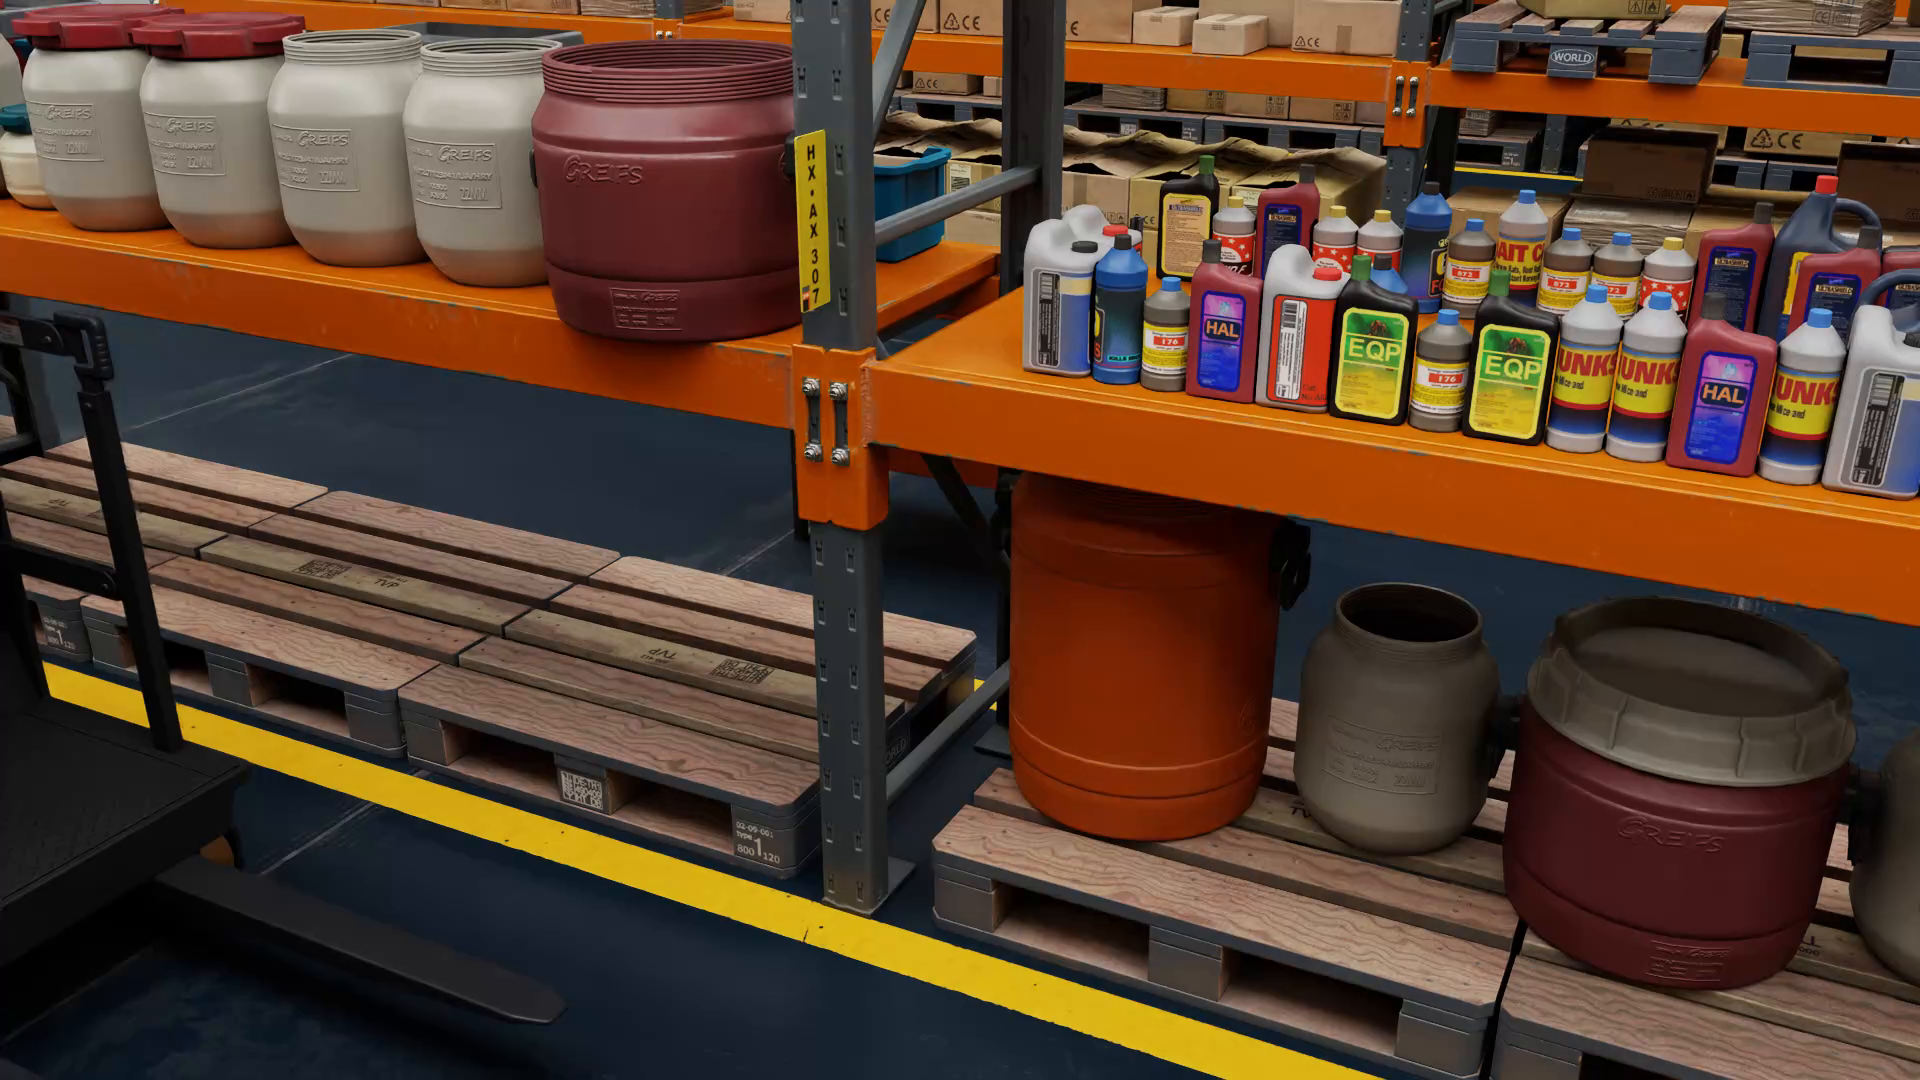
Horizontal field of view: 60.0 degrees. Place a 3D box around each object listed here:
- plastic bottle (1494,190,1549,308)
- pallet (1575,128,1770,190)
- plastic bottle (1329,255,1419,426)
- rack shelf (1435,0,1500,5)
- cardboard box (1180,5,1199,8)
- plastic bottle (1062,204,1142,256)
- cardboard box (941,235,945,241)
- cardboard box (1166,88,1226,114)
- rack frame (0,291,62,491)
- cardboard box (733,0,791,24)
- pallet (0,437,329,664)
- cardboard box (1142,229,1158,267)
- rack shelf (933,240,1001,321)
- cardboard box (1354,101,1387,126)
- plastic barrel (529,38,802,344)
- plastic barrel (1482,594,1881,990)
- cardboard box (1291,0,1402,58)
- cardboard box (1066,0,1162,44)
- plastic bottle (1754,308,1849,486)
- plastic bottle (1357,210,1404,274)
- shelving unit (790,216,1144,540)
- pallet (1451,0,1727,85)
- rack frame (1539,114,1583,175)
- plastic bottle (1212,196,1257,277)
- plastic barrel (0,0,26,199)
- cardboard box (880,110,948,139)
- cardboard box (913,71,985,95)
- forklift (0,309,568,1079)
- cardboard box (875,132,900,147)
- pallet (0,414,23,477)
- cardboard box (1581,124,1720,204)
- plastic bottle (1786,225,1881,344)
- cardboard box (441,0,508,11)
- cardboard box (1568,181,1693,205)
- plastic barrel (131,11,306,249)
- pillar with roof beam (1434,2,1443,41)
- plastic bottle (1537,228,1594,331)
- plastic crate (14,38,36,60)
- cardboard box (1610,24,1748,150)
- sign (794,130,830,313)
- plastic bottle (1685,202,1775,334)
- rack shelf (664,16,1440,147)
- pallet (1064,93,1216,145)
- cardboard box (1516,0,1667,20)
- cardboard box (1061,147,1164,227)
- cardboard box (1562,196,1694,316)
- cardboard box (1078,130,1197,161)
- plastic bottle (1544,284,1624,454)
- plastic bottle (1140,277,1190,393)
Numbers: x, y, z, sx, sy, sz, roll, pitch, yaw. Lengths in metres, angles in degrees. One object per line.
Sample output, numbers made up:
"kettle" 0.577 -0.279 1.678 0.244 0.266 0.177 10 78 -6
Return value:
"plastic bottle" 1.169 -0.593 3.477 0.097 0.271 0.097 0 23 0
"pallet" 5.107 -2.723 11.882 1.213 0.211 1.003 11 25 25
"plastic bottle" 0.720 -0.347 2.882 0.133 0.283 0.061 11 25 25
"rack shelf" 2.653 -4.194 12.697 4.000 0.370 1.077 11 25 25
"cardboard box" 1.927 -4.074 13.171 0.500 0.250 0.500 11 25 23
"plastic bottle" 0.277 -0.518 3.294 0.135 0.276 0.152 11 25 25
"cardboard box" -0.197 -1.736 8.976 0.500 0.250 0.500 10 25 23
"cardboard box" 2.016 -3.732 13.325 0.500 0.500 0.700 11 25 24
"rack frame" -3.602 -1.418 5.251 0.127 3.000 1.000 11 25 25
"cardboard box" -0.905 -3.006 9.178 0.500 0.250 0.500 13 26 28
"pallet" -2.884 -0.009 5.502 1.213 0.211 1.003 11 25 25
"cardboard box" 1.165 -1.466 8.341 0.500 0.250 0.500 11 25 24
"rack shelf" 0.006 -0.786 5.413 1.000 0.278 0.538 11 25 25
"cardboard box" 3.364 -3.464 12.694 0.500 0.500 0.700 11 25 24
"plastic barrel" -0.583 -0.750 3.507 0.708 0.536 0.600 11 25 25
"plastic barrel" 1.420 0.485 3.321 0.708 0.588 0.600 11 25 25
"cardboard box" 1.901 -2.479 7.860 0.500 0.311 0.500 13 26 28
"cardboard box" 0.701 -2.777 8.320 0.500 0.500 0.500 10 25 22
"plastic bottle" 1.330 -0.229 2.620 0.097 0.271 0.097 0 23 0
"plastic bottle" 0.909 -0.613 3.612 0.097 0.201 0.097 0 23 0
"shelving unit" 0.006 -0.516 5.527 1.048 1.125 0.538 11 25 25
"pallet" 2.842 -2.257 7.470 1.003 0.211 1.213 11 25 25
"rack frame" 4.438 -4.171 11.726 0.127 3.000 1.000 11 25 25
"plastic bottle" 0.616 -0.671 3.748 0.097 0.201 0.097 0 23 0
"plastic barrel" -2.847 -1.235 4.647 0.433 0.535 0.433 0 23 0
"cardboard box" -0.406 -2.272 9.520 0.500 0.311 0.500 12 26 26
"cardboard box" -0.076 -4.099 14.188 0.500 0.500 0.500 9 25 21
"forklift" -2.233 -0.424 3.001 3.031 2.935 1.130 11 26 25
"cardboard box" -0.663 -2.083 9.075 0.500 0.311 0.500 11 25 24
"pallet" -4.183 -0.268 6.109 1.213 0.211 1.003 11 25 25
"cardboard box" 3.199 -1.746 7.697 0.500 0.250 0.500 12 26 27
"plastic bottle" 1.641 -0.450 3.125 0.133 0.283 0.061 11 25 25
"cardboard box" -2.682 -3.450 9.902 0.500 0.500 0.700 12 26 25
"cardboard box" 3.146 -1.410 7.864 0.500 0.500 0.500 12 26 27
"plastic barrel" -1.806 -1.029 4.162 0.433 0.535 0.433 0 23 0
"pillar with roof beam" 1.725 -5.960 8.267 0.400 9.000 9.100 11 25 25
"plastic bottle" 1.256 -0.544 3.450 0.097 0.201 0.097 0 23 0
"plastic crate" -2.477 -1.324 5.051 0.575 0.384 0.392 11 25 25
"cardboard box" 5.035 -3.200 11.651 0.750 0.750 0.750 11 25 24
"sign" -0.274 -0.593 3.103 0.005 0.325 0.100 11 25 25
"plastic bottle" 1.541 -0.533 3.320 0.133 0.283 0.061 11 25 25
"rack shelf" 0.421 -2.463 8.627 4.000 0.370 1.077 11 25 25
"pallet" 1.563 -3.458 13.610 1.213 0.211 1.003 11 25 25
"cardboard box" 2.819 -2.608 7.385 0.500 0.500 0.700 3 23 7
"cardboard box" 0.711 -1.813 8.440 0.500 0.311 0.500 11 25 24
"cardboard box" 2.953 -1.222 7.423 0.500 0.500 0.500 10 25 23
"cardboard box" 0.944 -2.002 8.886 0.500 0.311 0.500 10 25 23
"plastic bottle" 1.037 -0.287 2.756 0.097 0.271 0.097 0 23 0
"plastic bottle" 0.386 -0.383 3.072 0.097 0.201 0.097 0 23 0
